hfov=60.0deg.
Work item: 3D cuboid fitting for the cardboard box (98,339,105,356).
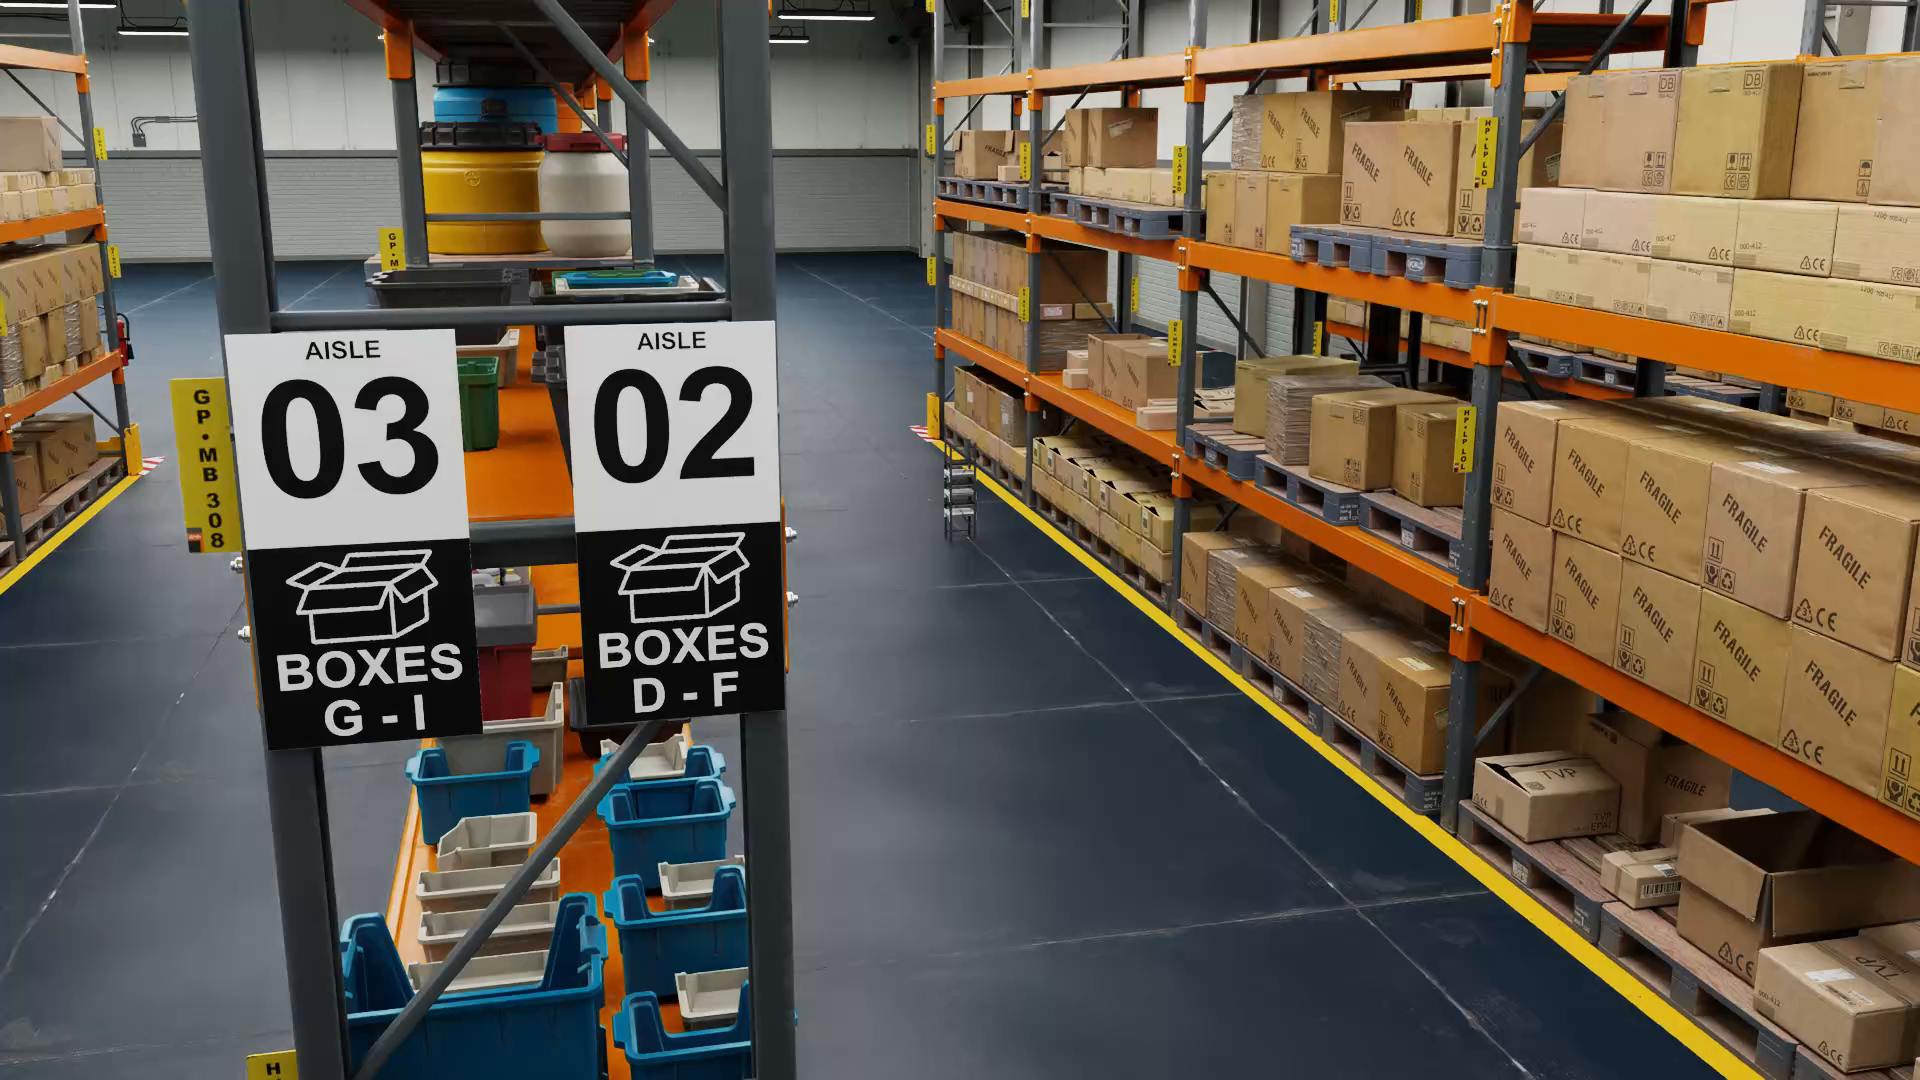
[{"bbox_3d":[-9.157,-2.003,17.333,0.380,0.149,0.250,-3,14,-13],"label":"cardboard box"}]

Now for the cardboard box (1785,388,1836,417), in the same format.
[{"bbox_3d":[6.764,-1.238,12.795,0.500,0.500,0.500,-3,14,-12],"label":"cardboard box"}]

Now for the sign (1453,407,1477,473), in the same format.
[{"bbox_3d":[2.485,-0.493,8.183,0.100,0.325,0.005,-3,14,-13],"label":"sign"}]

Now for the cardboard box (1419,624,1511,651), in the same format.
[{"bbox_3d":[3.011,0.791,9.709,0.500,0.500,0.500,-3,14,-12],"label":"cardboard box"}]

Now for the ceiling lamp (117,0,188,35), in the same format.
[{"bbox_3d":[-18.932,-13.594,39.309,2.000,3.185,0.800,-3,14,-13],"label":"ceiling lamp"}]

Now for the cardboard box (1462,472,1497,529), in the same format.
[{"bbox_3d":[3.130,-0.336,8.887,0.700,0.500,0.500,-9,16,-32],"label":"cardboard box"}]

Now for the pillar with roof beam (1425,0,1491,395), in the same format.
[{"bbox_3d":[1.840,-5.568,18.758,9.100,9.000,0.400,-3,14,-13],"label":"pillar with roof beam"}]

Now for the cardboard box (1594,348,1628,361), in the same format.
[{"bbox_3d":[6.355,-1.948,15.442,0.700,0.500,0.500,-1,14,-5],"label":"cardboard box"}]

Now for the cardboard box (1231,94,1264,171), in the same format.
[{"bbox_3d":[2.181,-2.775,11.328,0.500,0.500,0.500,-3,14,-13],"label":"cardboard box"}]

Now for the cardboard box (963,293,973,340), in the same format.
[{"bbox_3d":[0.431,-2.549,18.831,0.700,0.500,0.500,-3,14,-12],"label":"cardboard box"}]

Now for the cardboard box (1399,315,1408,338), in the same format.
[{"bbox_3d":[5.192,-2.460,18.950,0.500,0.250,0.500,-3,14,-13],"label":"cardboard box"}]

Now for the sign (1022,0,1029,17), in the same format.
[{"bbox_3d":[0.736,-6.164,19.060,0.100,0.325,0.005,-3,14,-13],"label":"sign"}]

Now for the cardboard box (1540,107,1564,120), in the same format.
[{"bbox_3d":[6.122,-4.214,17.177,0.500,0.500,0.500,-3,14,-12],"label":"cardboard box"}]

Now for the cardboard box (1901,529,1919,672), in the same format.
[{"bbox_3d":[3.472,0.223,5.378,0.500,0.500,0.500,-3,14,-12],"label":"cardboard box"}]

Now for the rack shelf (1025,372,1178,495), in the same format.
[{"bbox_3d":[1.615,-0.997,14.202,1.077,0.370,4.000,-3,14,-13],"label":"rack shelf"}]

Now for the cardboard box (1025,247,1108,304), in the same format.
[{"bbox_3d":[1.035,-2.588,16.257,0.700,0.500,0.500,-3,14,-13],"label":"cardboard box"}]

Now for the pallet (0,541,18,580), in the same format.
[{"bbox_3d":[-8.301,0.278,13.344,1.003,0.211,1.213,-3,14,-13],"label":"pallet"}]

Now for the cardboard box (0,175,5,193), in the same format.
[{"bbox_3d":[-8.434,-3.048,14.238,0.380,0.149,0.250,-3,14,-13],"label":"cardboard box"}]

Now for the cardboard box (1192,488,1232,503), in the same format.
[{"bbox_3d":[2.115,-0.283,13.493,0.500,0.311,0.500,-4,14,-15],"label":"cardboard box"}]

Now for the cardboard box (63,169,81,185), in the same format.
[{"bbox_3d":[-8.938,-3.587,16.443,0.380,0.149,0.250,-4,14,-16],"label":"cardboard box"}]

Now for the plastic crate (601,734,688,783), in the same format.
[{"bbox_3d":[-1.091,0.797,5.773,0.293,0.136,0.466,-3,14,-13],"label":"plastic crate"}]

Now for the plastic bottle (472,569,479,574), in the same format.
[{"bbox_3d":[-2.297,0.246,7.844,0.061,0.283,0.133,-3,14,-13],"label":"plastic bottle"}]

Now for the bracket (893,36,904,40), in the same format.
[{"bbox_3d":[-1.881,-14.964,49.631,0.076,0.066,3.189,-3,14,-13],"label":"bracket"}]

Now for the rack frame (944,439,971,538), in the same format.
[{"bbox_3d":[-0.022,-0.459,14.909,0.240,0.900,0.006,-3,14,-13],"label":"rack frame"}]

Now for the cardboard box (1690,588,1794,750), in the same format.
[{"bbox_3d":[3.238,0.473,6.460,0.500,0.500,0.500,-3,14,-14],"label":"cardboard box"}]

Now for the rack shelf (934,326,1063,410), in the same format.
[{"bbox_3d":[0.675,-1.919,17.979,1.077,0.370,4.000,-3,14,-13],"label":"rack shelf"}]

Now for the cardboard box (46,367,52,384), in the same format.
[{"bbox_3d":[-8.561,-1.487,15.224,0.380,0.149,0.250,-3,14,-13],"label":"cardboard box"}]

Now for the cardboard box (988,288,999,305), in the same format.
[{"bbox_3d":[0.511,-2.576,17.573,0.380,0.149,0.250,-3,14,-11],"label":"cardboard box"}]

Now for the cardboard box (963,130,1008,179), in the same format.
[{"bbox_3d":[0.330,-4.110,17.717,0.500,0.500,0.500,-3,14,-13],"label":"cardboard box"}]

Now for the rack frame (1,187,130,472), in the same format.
[{"bbox_3d":[-9.425,-2.179,17.525,1.000,3.000,0.127,-3,14,-13],"label":"rack frame"}]

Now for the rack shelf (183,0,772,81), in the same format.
[{"bbox_3d":[-1.322,-1.596,4.857,1.077,0.370,4.000,-3,14,-13],"label":"rack shelf"}]

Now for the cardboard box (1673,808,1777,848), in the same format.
[{"bbox_3d":[3.609,1.419,7.536,0.500,0.311,0.500,-3,14,-13],"label":"cardboard box"}]

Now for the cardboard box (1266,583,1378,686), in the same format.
[{"bbox_3d":[2.282,0.593,10.518,0.500,0.500,0.500,-4,14,-15],"label":"cardboard box"}]

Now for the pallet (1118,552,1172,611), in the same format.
[{"bbox_3d":[1.929,0.278,13.345,1.003,0.211,1.213,-3,14,-13],"label":"pallet"}]

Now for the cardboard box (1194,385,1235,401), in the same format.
[{"bbox_3d":[2.063,-1.058,13.127,0.500,0.311,0.500,-3,14,-14],"label":"cardboard box"}]

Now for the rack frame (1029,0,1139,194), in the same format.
[{"bbox_3d":[1.145,-4.722,15.293,1.000,3.000,0.127,-3,14,-13],"label":"rack frame"}]

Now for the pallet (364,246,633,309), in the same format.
[{"bbox_3d":[-2.071,-1.227,7.708,1.213,0.211,1.003,-3,14,-13],"label":"pallet"}]

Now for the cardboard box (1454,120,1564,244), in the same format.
[{"bbox_3d":[2.977,-1.840,8.514,0.600,0.600,0.600,-5,14,-19],"label":"cardboard box"}]

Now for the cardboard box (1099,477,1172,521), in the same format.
[{"bbox_3d":[1.478,-0.369,13.843,0.500,0.311,0.500,-3,14,-14],"label":"cardboard box"}]

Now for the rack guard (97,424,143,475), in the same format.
[{"bbox_3d":[-9.407,-0.947,17.750,1.175,0.500,0.348,-3,14,-13],"label":"rack guard"}]

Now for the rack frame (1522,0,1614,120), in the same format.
[{"bbox_3d":[5.959,-4.999,16.426,1.000,3.000,0.127,-3,14,-13],"label":"rack frame"}]

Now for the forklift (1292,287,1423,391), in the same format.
[{"bbox_3d":[3.470,-1.274,13.966,1.130,2.935,3.031,-4,14,-15],"label":"forklift"}]

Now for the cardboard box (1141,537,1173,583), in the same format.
[{"bbox_3d":[1.724,0.139,12.945,0.500,0.250,0.500,-3,14,-12],"label":"cardboard box"}]

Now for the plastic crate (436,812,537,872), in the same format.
[{"bbox_3d":[-1.451,0.959,5.110,0.298,0.136,0.250,-3,14,-13],"label":"plastic crate"}]

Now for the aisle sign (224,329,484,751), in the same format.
[{"bbox_3d":[-1.120,0.006,3.104,0.394,0.787,0.004,-3,14,-13],"label":"aisle sign"}]

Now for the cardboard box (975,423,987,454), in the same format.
[{"bbox_3d":[0.466,-1.116,18.084,0.500,0.250,0.500,-3,14,-13],"label":"cardboard box"}]

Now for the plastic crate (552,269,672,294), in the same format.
[{"bbox_3d":[-1.399,-0.960,6.662,0.450,0.188,0.662,-3,14,-13],"label":"plastic crate"}]

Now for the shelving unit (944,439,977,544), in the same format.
[{"bbox_3d":[0.002,-0.435,14.813,0.258,0.900,0.210,-3,14,-13],"label":"shelving unit"}]

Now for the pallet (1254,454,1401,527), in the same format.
[{"bbox_3d":[2.546,-0.343,10.415,1.003,0.211,1.213,-3,14,-13],"label":"pallet"}]

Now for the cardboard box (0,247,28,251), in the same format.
[{"bbox_3d":[-9.450,-2.600,16.304,0.500,0.500,0.500,-3,14,-13],"label":"cardboard box"}]

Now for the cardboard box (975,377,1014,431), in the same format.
[{"bbox_3d":[0.465,-1.480,17.995,0.500,0.500,0.500,-3,14,-13],"label":"cardboard box"}]

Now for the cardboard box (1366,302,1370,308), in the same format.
[{"bbox_3d":[5.061,-2.947,19.364,0.500,0.500,0.500,-4,14,-15],"label":"cardboard box"}]

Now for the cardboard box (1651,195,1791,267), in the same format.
[{"bbox_3d":[3.122,-1.232,6.591,0.500,0.250,0.500,-3,14,-13],"label":"cardboard box"}]

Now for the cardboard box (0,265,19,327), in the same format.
[{"bbox_3d":[-8.344,-2.053,14.065,0.500,0.500,0.500,-3,14,-13],"label":"cardboard box"}]

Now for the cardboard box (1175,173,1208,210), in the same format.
[{"bbox_3d":[1.923,-2.574,12.255,0.500,0.250,0.500,-4,14,-17],"label":"cardboard box"}]
